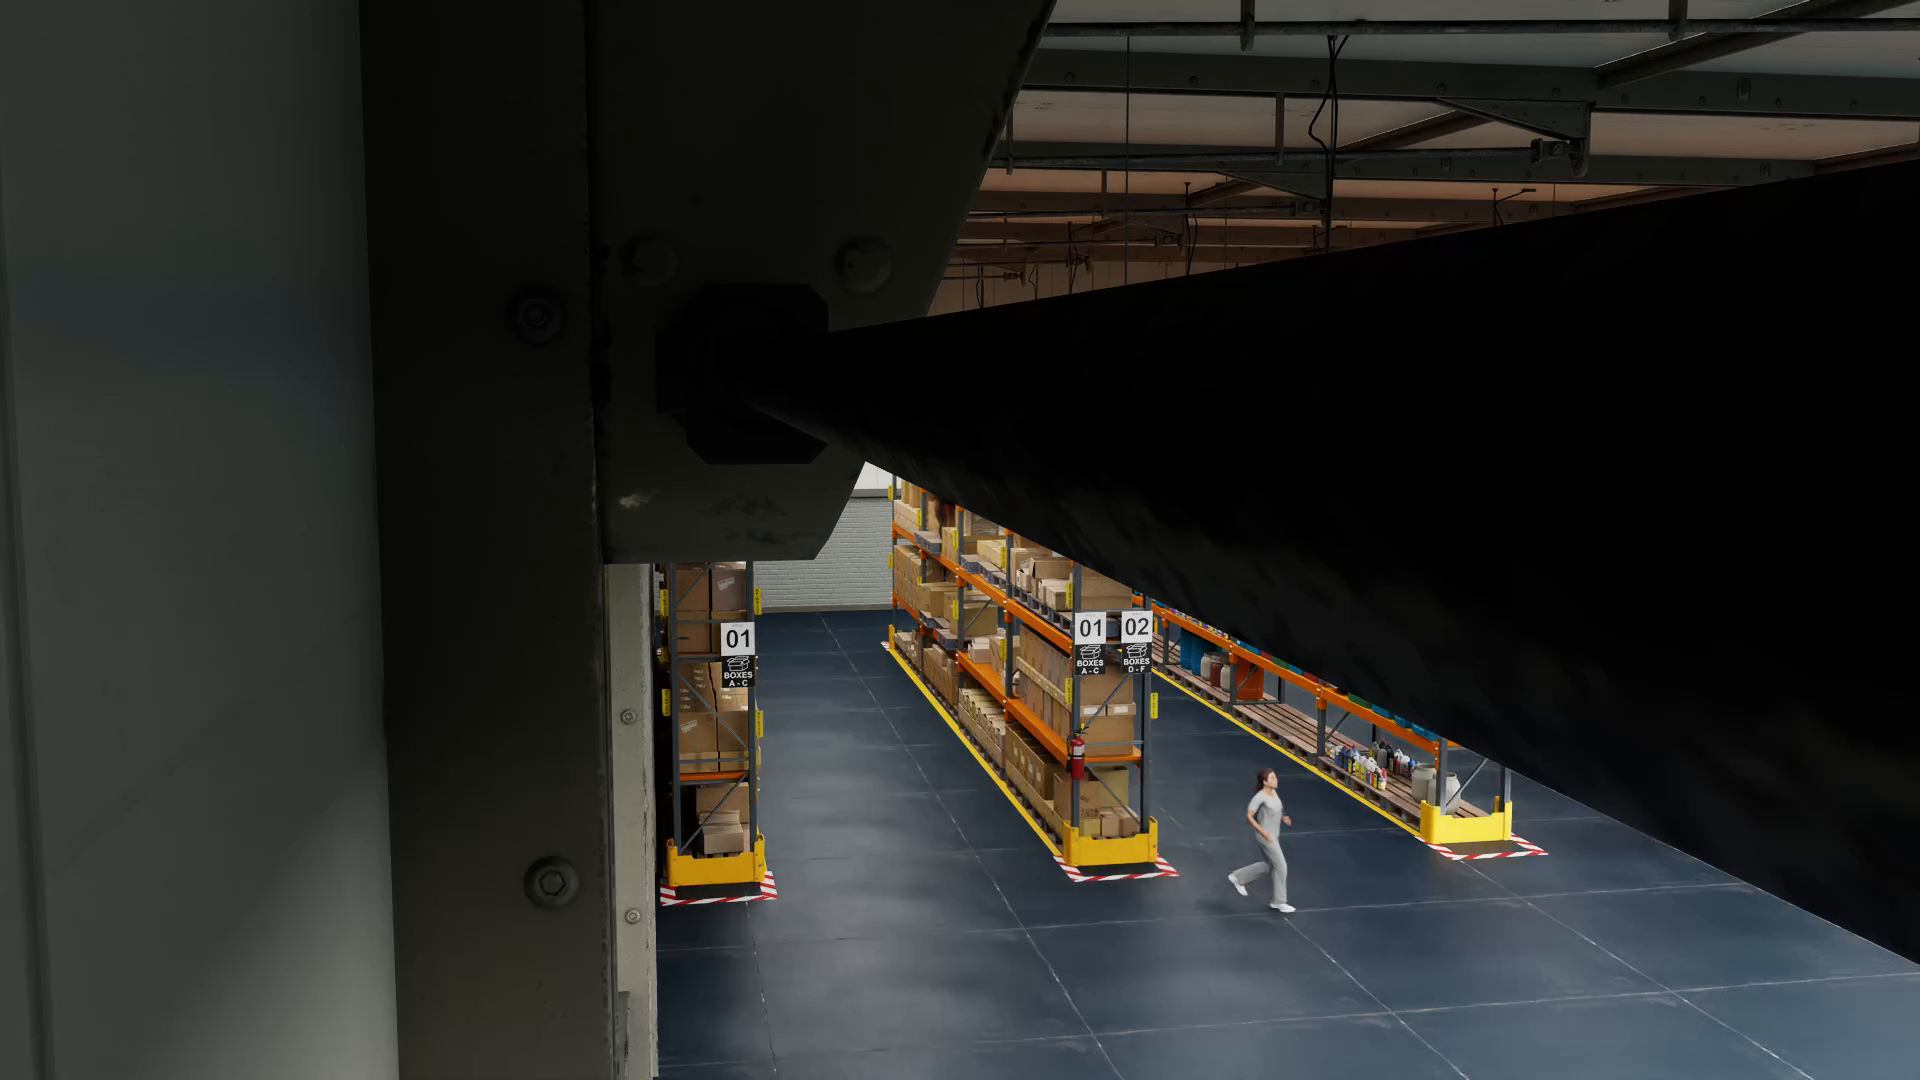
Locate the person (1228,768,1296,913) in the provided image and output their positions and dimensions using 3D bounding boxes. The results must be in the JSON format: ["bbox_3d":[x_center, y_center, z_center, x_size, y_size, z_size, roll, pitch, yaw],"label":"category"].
[{"bbox_3d":[3.530,3.442,19.219,0.752,1.666,0.563,3,7,27],"label":"person"}]
